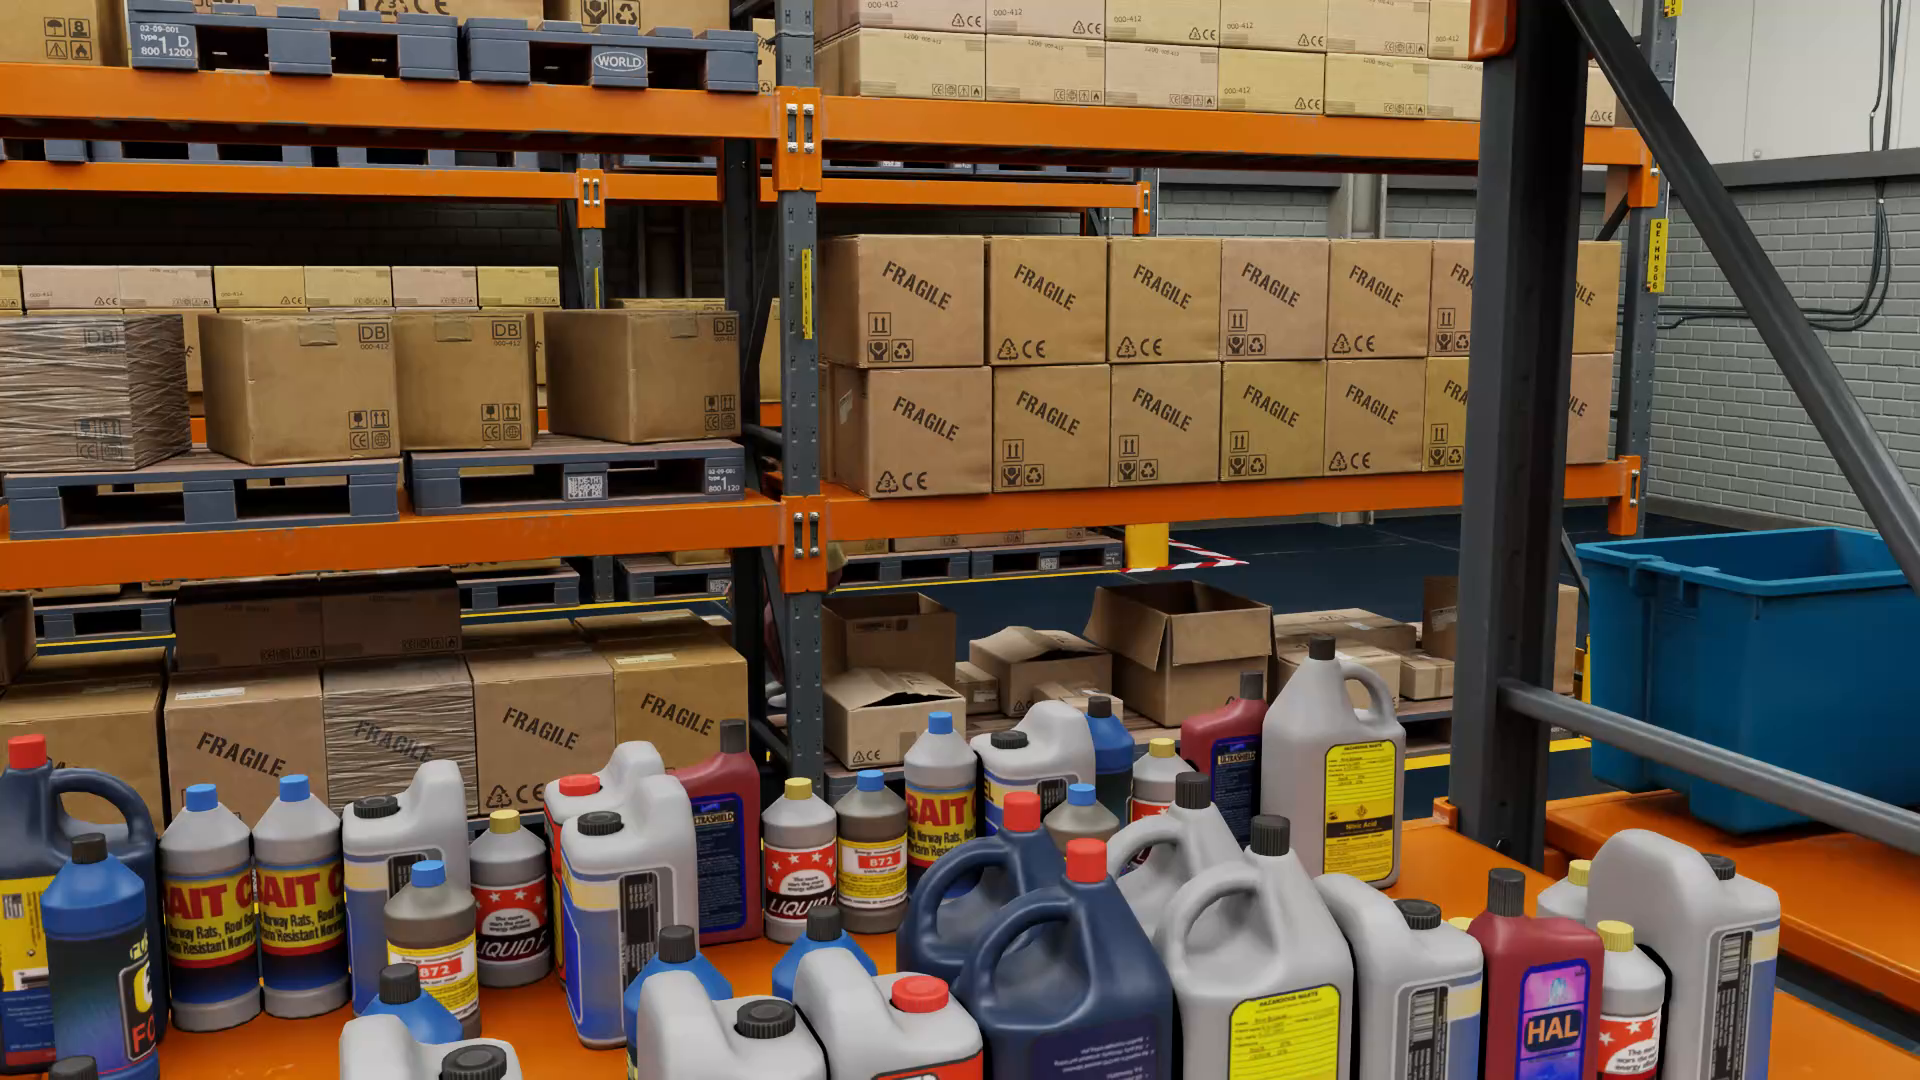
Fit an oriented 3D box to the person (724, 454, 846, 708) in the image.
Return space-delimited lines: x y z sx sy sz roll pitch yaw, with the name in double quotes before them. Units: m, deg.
"person" -0.902 0.173 8.379 0.666 1.335 0.511 -4 10 -24
